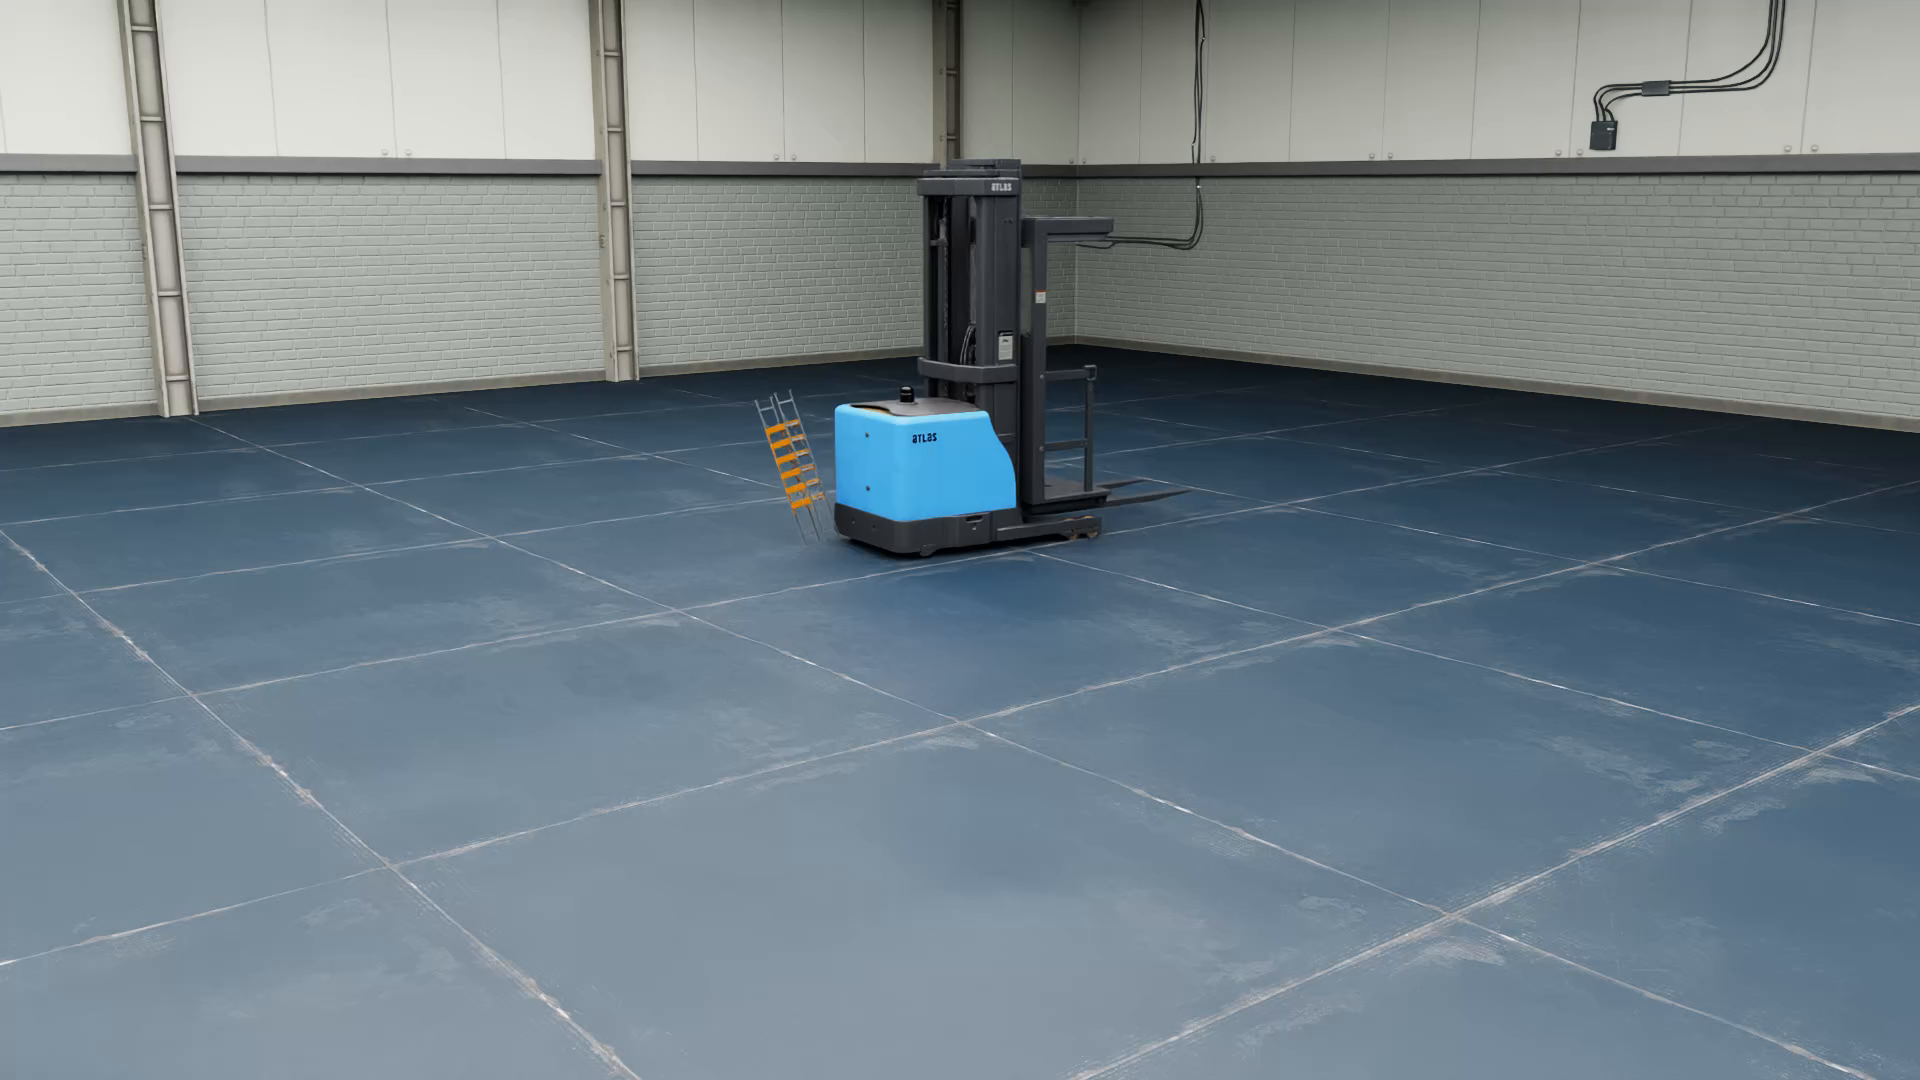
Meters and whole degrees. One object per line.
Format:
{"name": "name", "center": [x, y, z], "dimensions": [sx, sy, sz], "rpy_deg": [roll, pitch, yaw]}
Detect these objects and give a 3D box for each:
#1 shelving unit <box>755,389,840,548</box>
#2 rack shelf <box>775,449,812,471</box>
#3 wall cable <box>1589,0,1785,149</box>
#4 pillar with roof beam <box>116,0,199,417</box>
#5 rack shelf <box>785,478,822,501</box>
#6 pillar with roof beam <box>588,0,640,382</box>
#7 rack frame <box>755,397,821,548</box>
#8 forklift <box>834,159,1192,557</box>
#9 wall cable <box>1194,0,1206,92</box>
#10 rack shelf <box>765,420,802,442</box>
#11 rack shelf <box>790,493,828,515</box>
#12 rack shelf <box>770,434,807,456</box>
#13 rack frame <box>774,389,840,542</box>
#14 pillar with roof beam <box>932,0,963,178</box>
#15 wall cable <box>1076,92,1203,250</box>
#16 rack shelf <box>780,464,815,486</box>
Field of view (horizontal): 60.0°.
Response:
{"name": "shelving unit", "center": [-1.255, -0.553, 12.860], "dimensions": [0.189, 1.200, 0.258], "rpy_deg": [-17, 4, 26]}
{"name": "rack shelf", "center": [-1.279, -0.624, 12.856], "dimensions": [0.180, 0.103, 0.258], "rpy_deg": [-17, 4, 26]}
{"name": "wall cable", "center": [8.852, -7.783, 19.929], "dimensions": [0.169, 6.003, 2.305], "rpy_deg": [-9, 15, -38]}
{"name": "pillar with roof beam", "center": [-6.874, -5.238, 16.132], "dimensions": [0.400, 9.000, 9.100], "rpy_deg": [-9, 15, -38]}
{"name": "rack shelf", "center": [-1.202, -0.398, 12.869], "dimensions": [0.180, 0.103, 0.258], "rpy_deg": [-17, 4, 26]}
{"name": "pillar with roof beam", "center": [-2.189, -6.017, 19.799], "dimensions": [0.400, 9.000, 9.100], "rpy_deg": [-9, 15, -38]}
{"name": "rack frame", "center": [-1.333, -0.529, 12.901], "dimensions": [0.006, 1.200, 0.240], "rpy_deg": [-17, 4, 26]}
{"name": "forklift", "center": [0.522, -1.522, 13.240], "dimensions": [3.031, 2.935, 1.130], "rpy_deg": [-8, 14, -33]}
{"name": "wall cable", "center": [4.623, -8.174, 25.275], "dimensions": [0.112, 2.526, 3.097], "rpy_deg": [-9, 15, -38]}
{"name": "rack shelf", "center": [-1.356, -0.851, 12.843], "dimensions": [0.180, 0.103, 0.258], "rpy_deg": [-17, 4, 26]}
{"name": "rack shelf", "center": [-1.163, -0.284, 12.876], "dimensions": [0.180, 0.103, 0.258], "rpy_deg": [-17, 4, 26]}
{"name": "rack shelf", "center": [-1.317, -0.738, 12.849], "dimensions": [0.180, 0.103, 0.258], "rpy_deg": [-17, 4, 26]}
{"name": "rack frame", "center": [-1.176, -0.577, 12.820], "dimensions": [0.006, 1.200, 0.240], "rpy_deg": [-17, 4, 26]}
{"name": "pillar with roof beam", "center": [2.496, -6.795, 23.465], "dimensions": [0.400, 9.000, 9.100], "rpy_deg": [-9, 15, -38]}
{"name": "wall cable", "center": [2.933, -6.142, 27.866], "dimensions": [0.112, 2.526, 3.097], "rpy_deg": [-9, 15, -38]}
{"name": "rack shelf", "center": [-1.240, -0.511, 12.863], "dimensions": [0.180, 0.103, 0.258], "rpy_deg": [-17, 4, 26]}
